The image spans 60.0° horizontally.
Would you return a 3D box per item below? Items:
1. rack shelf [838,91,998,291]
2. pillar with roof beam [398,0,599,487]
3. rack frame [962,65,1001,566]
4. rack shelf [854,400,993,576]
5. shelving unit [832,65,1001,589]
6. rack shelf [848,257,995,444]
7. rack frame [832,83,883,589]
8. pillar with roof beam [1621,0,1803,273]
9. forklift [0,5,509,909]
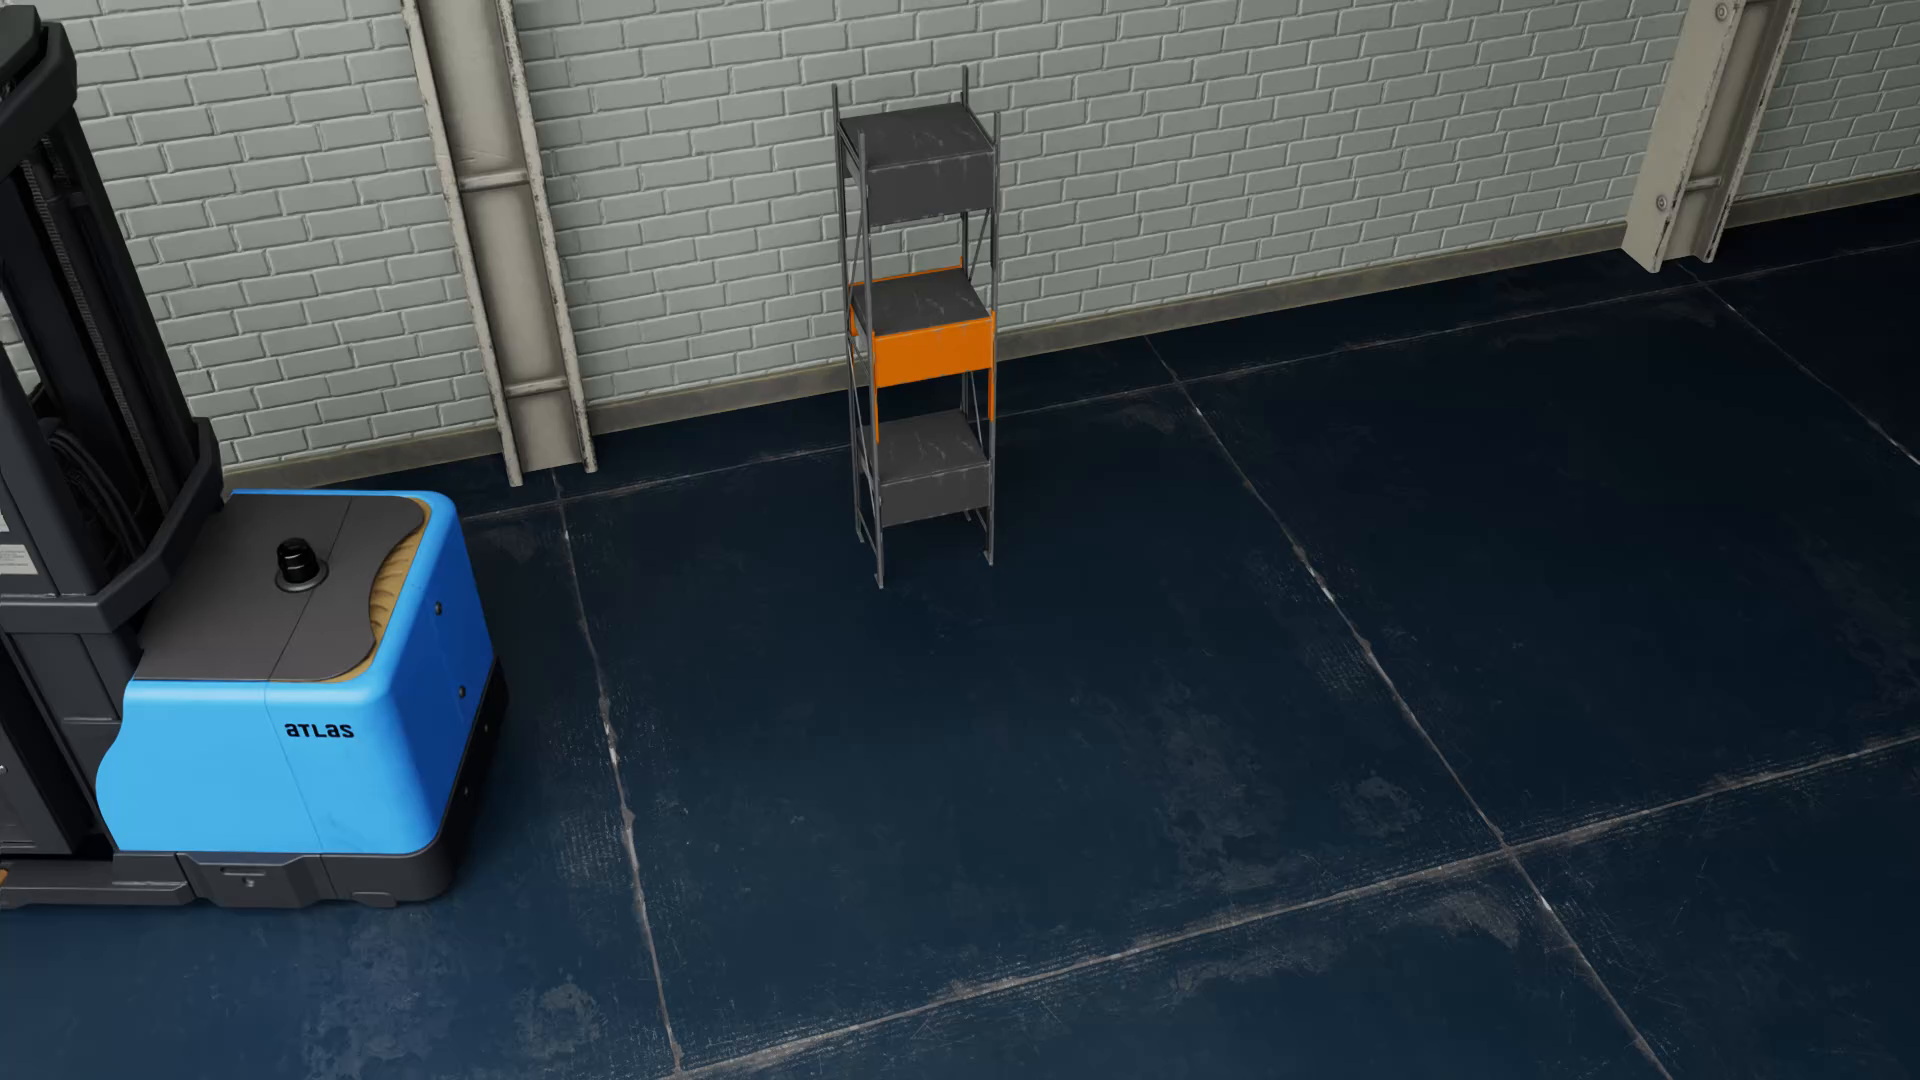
[{"bbox_3d":[-0.158,-1.275,6.070,0.480,0.518,0.431,-12,42,-13],"label":"rack shelf"},{"bbox_3d":[-0.597,-1.062,1.626,0.400,9.000,9.100,-12,42,-13],"label":"pillar with roof beam"},{"bbox_3d":[0.075,-0.806,6.577,0.015,2.100,0.400,-12,42,-13],"label":"rack frame"},{"bbox_3d":[-0.158,-0.221,6.991,0.480,0.518,0.431,-12,42,-13],"label":"rack shelf"},{"bbox_3d":[-0.158,-0.758,6.522,0.503,2.100,0.431,-12,42,-13],"label":"shelving unit"},{"bbox_3d":[-0.158,-0.748,6.531,0.480,0.518,0.431,-12,42,-13],"label":"rack shelf"},{"bbox_3d":[-0.391,-0.710,6.467,0.015,2.100,0.400,-12,42,-13],"label":"rack frame"},{"bbox_3d":[5.126,-2.248,2.983,0.400,9.000,9.100,-12,42,-13],"label":"pillar with roof beam"},{"bbox_3d":[-3.267,-0.169,5.216,3.031,2.935,1.130,1,41,1],"label":"forklift"}]
